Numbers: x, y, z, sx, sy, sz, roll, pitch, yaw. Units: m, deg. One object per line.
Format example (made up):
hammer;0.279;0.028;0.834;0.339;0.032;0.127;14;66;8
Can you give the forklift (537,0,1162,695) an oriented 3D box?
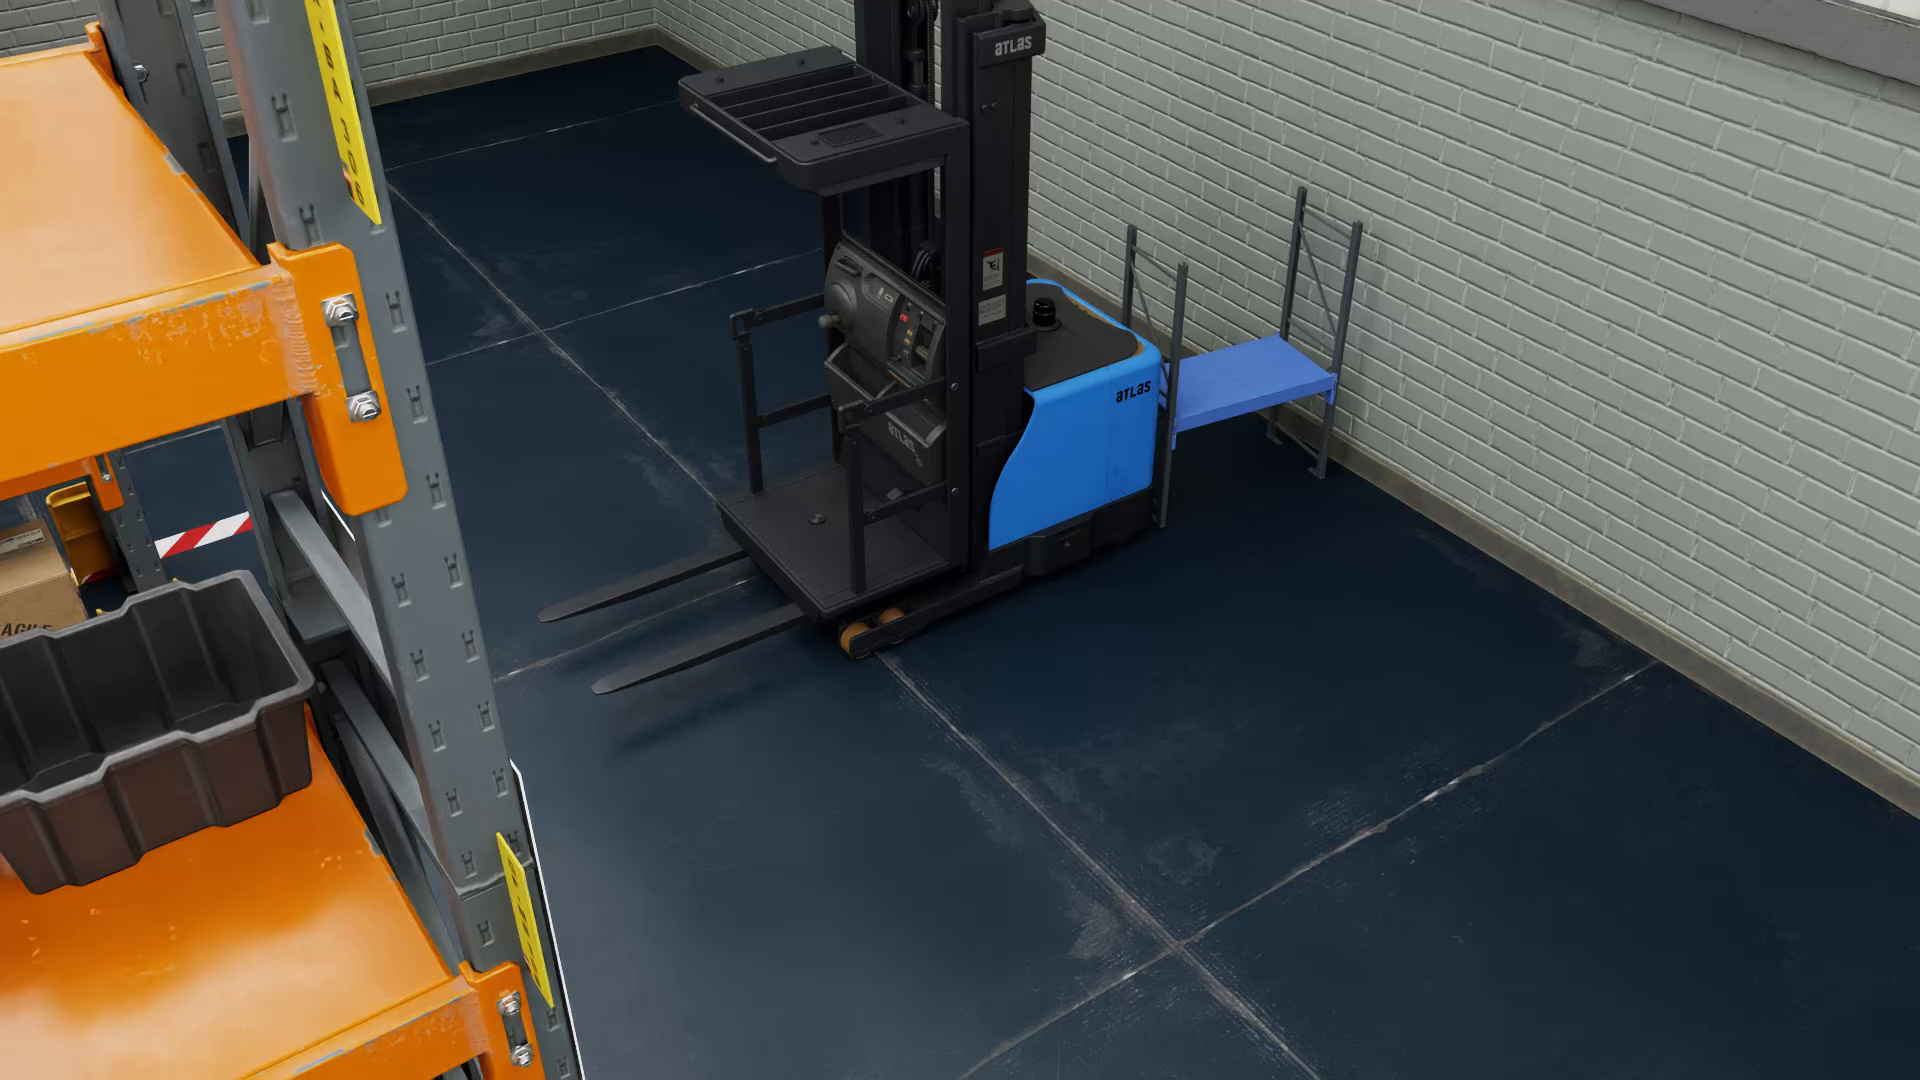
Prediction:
forklift;-0.517;-0.988;7.427;3.031;2.935;1.130;-21;41;-27

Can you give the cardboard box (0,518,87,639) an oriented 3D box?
cardboard box;-4.179;0.301;7.339;0.500;0.500;0.500;-22;41;-28

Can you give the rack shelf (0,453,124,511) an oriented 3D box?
rack shelf;-5.511;0.130;6.430;4.000;0.370;1.077;-22;41;-28

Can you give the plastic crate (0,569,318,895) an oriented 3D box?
plastic crate;-1.501;0.362;3.034;0.590;0.269;0.497;-22;41;-28

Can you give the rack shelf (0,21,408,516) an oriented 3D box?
rack shelf;-2.661;0.222;1.507;4.000;0.370;1.077;-22;41;-28

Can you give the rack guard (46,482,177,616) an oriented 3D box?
rack guard;-3.939;0.205;7.850;0.348;0.500;1.175;-22;41;-28

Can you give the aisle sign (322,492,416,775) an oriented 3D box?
aisle sign;-1.139;0.309;3.339;0.004;0.787;0.394;-22;41;-28

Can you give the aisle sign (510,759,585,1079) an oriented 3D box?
aisle sign;-0.799;0.590;2.947;0.004;0.787;0.394;-22;41;-28

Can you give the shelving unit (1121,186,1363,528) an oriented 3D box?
shelving unit;1.399;-0.938;8.583;1.048;1.500;0.538;-16;39;-21

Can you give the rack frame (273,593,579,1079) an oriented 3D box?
rack frame;-1.026;1.530;3.867;0.127;3.000;1.000;-22;41;-28

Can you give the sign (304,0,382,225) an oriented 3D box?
sign;-0.696;-0.517;1.852;0.005;0.325;0.100;-22;41;-28

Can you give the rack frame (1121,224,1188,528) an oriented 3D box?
rack frame;0.945;-0.805;8.398;0.032;1.500;0.500;-16;39;-21

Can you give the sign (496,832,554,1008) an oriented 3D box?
sign;-0.696;0.612;2.664;0.005;0.325;0.100;-22;41;-28

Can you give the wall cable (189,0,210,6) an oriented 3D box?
wall cable;-6.232;-4.493;11.371;1.851;1.984;0.084;-22;41;-28

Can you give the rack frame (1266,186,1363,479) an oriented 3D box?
rack frame;1.854;-1.071;8.768;0.032;1.500;0.500;-16;39;-21

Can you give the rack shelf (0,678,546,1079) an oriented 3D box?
rack shelf;-2.661;1.277;2.266;4.000;0.370;1.077;-22;41;-28

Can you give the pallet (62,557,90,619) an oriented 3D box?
pallet;-4.590;0.591;7.561;1.213;0.211;1.003;-22;41;-28

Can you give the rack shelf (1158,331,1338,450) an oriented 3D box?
rack shelf;1.399;-0.792;8.688;1.000;0.185;0.538;-16;39;-21

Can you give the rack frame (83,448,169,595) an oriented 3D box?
rack frame;-3.877;-0.835;7.156;0.127;3.000;1.000;-22;41;-28

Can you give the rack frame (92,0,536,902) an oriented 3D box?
rack frame;-1.026;-0.905;2.115;0.127;3.000;1.000;-22;41;-28
